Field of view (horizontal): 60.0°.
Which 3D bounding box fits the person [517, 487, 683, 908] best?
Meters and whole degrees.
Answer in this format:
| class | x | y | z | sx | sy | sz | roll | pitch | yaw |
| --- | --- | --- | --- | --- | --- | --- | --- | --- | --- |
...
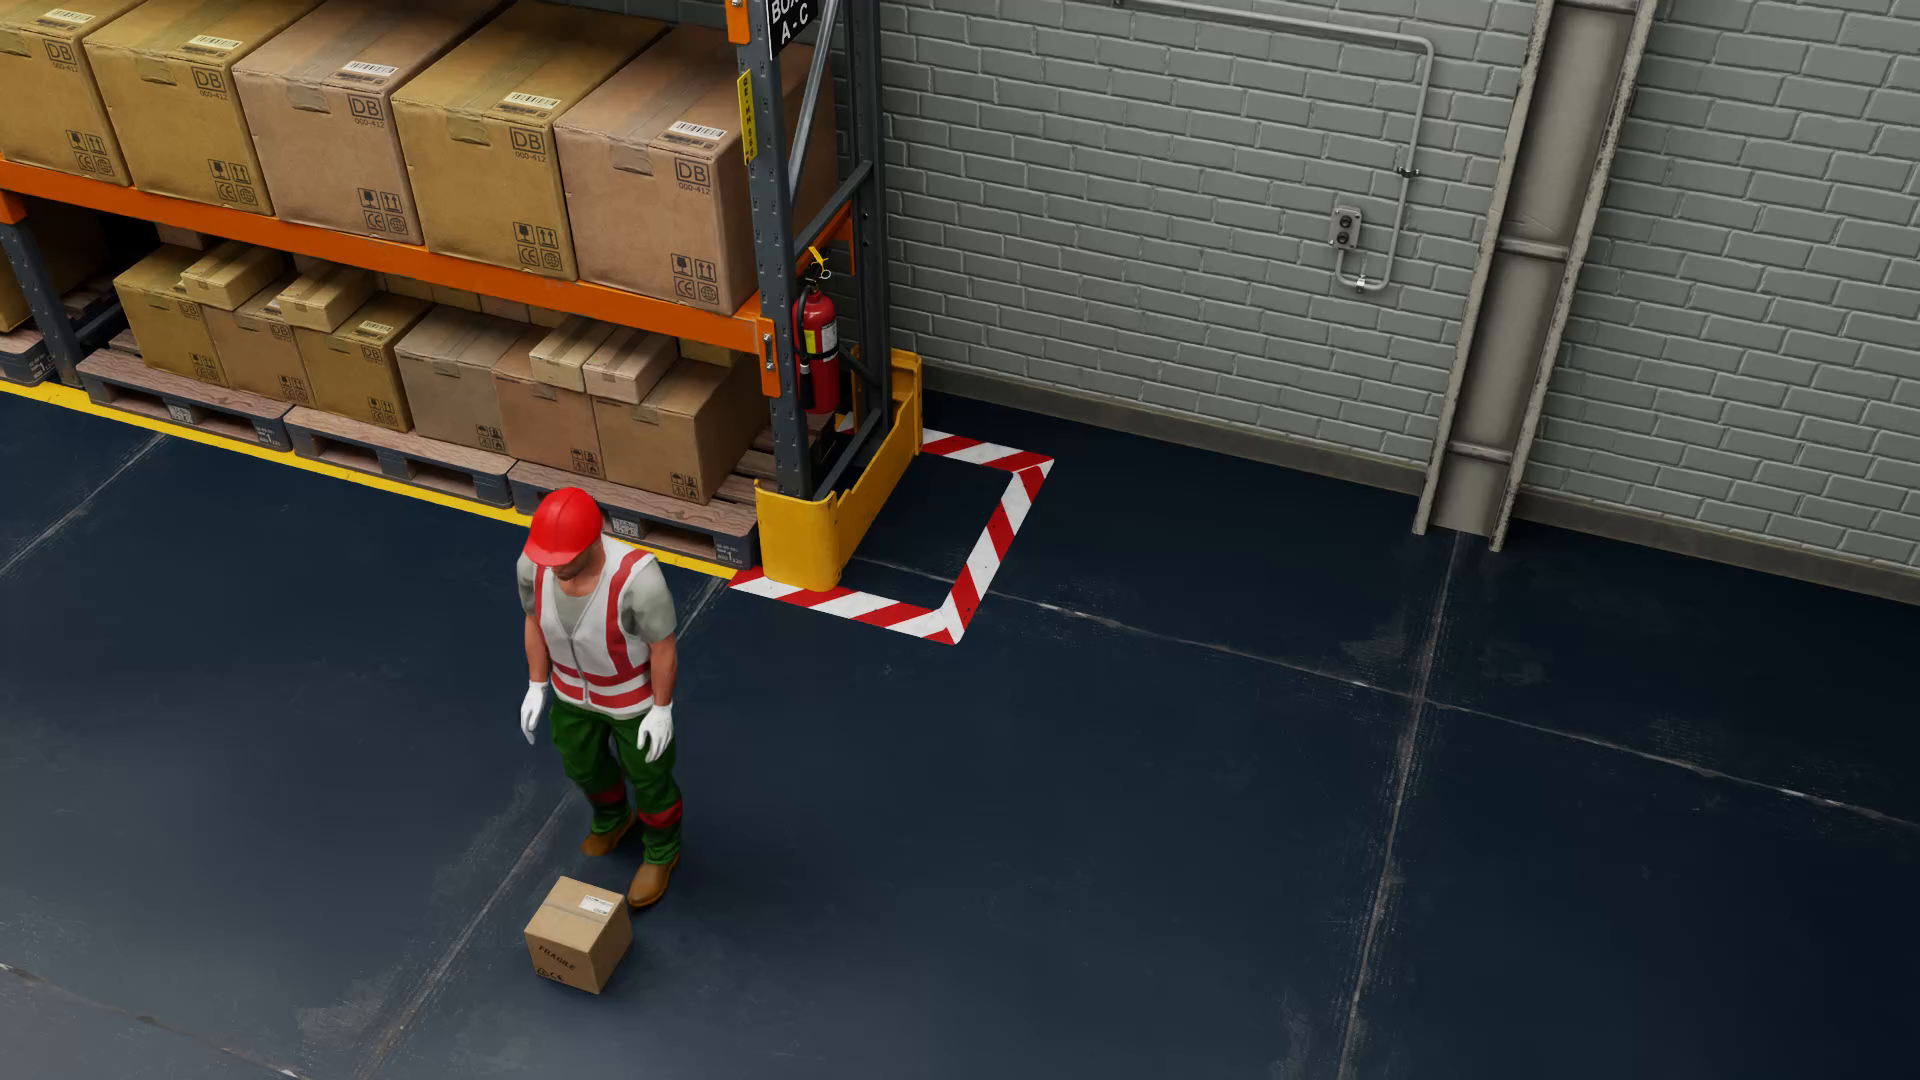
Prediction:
| class | x | y | z | sx | sy | sz | roll | pitch | yaw |
| --- | --- | --- | --- | --- | --- | --- | --- | --- | --- |
| person | -1.178 | 0.549 | 5.556 | 0.539 | 1.857 | 0.413 | 13 | 43 | 15 |
